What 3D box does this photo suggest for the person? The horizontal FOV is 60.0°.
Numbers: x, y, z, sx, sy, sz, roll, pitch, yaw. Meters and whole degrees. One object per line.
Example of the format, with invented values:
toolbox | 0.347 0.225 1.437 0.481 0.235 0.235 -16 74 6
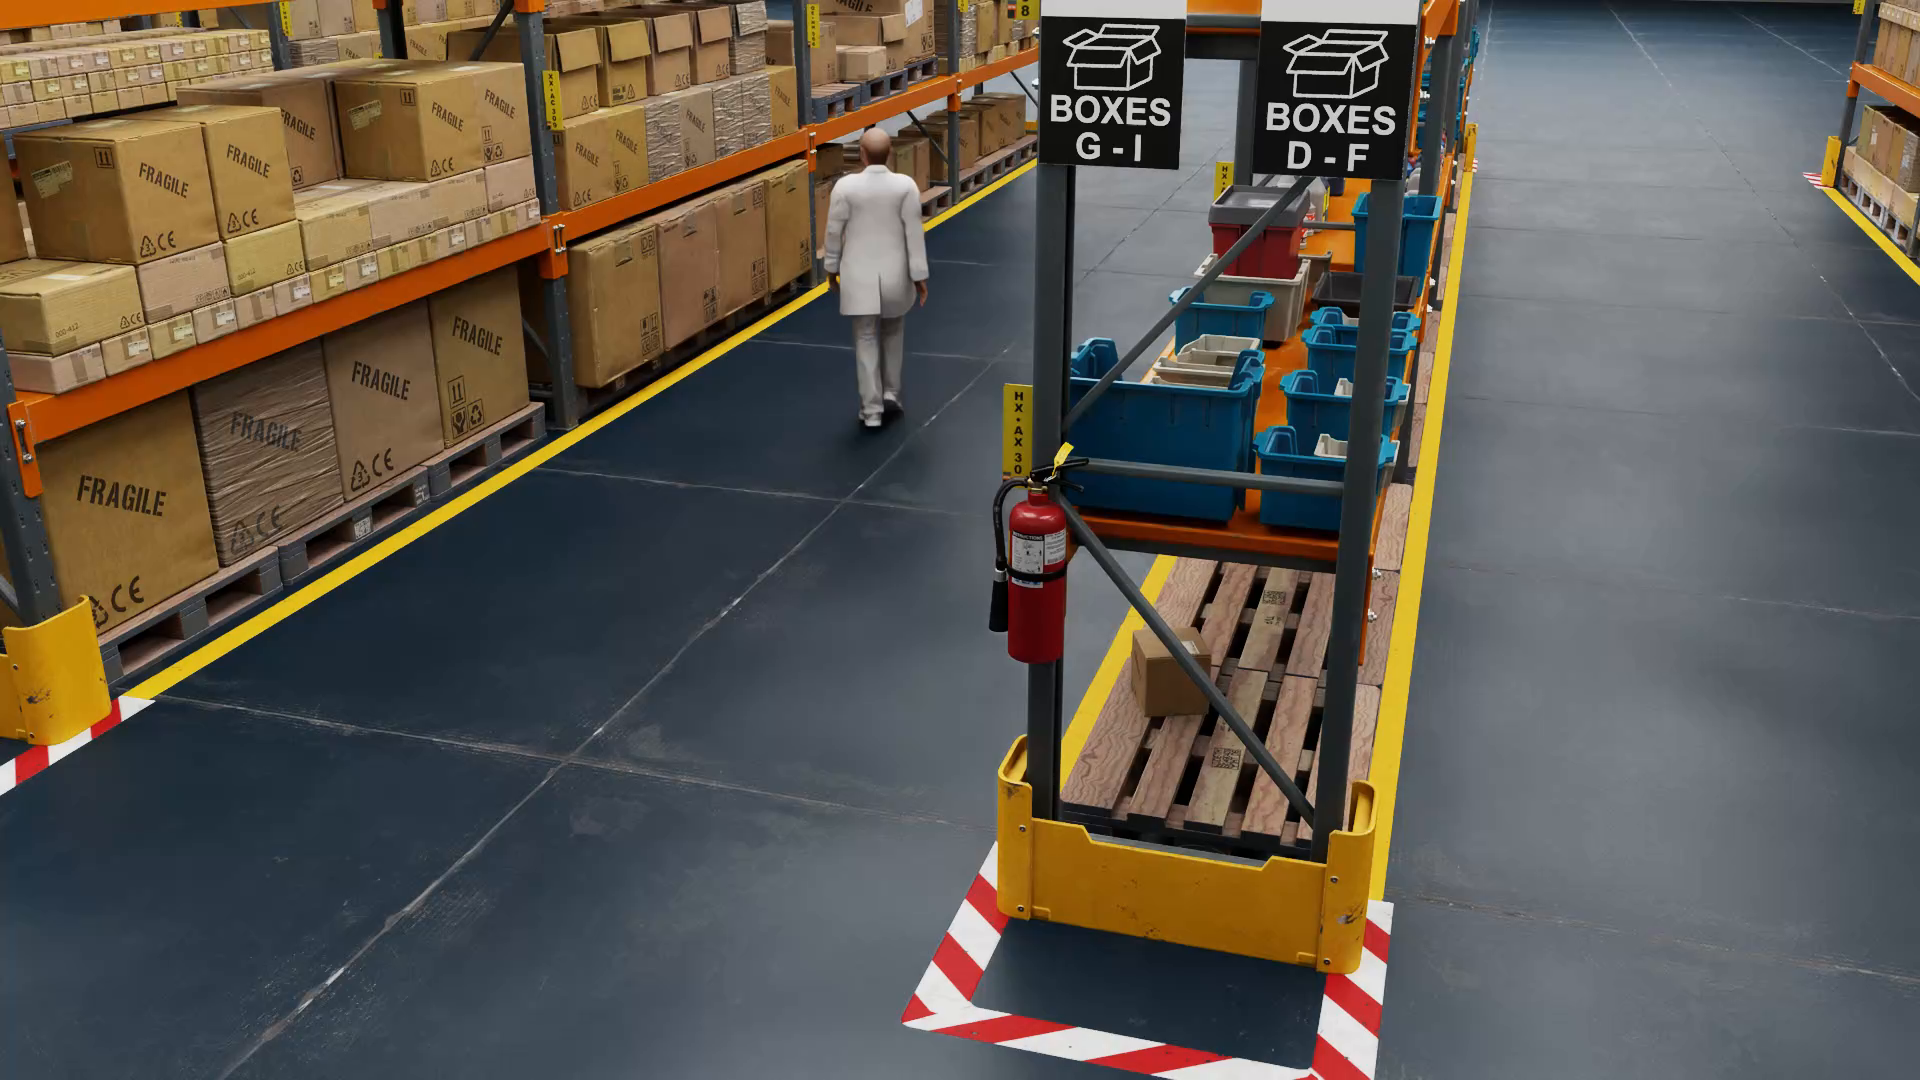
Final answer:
person | -0.515 -1.579 10.135 0.609 1.844 0.719 -4 22 -11
